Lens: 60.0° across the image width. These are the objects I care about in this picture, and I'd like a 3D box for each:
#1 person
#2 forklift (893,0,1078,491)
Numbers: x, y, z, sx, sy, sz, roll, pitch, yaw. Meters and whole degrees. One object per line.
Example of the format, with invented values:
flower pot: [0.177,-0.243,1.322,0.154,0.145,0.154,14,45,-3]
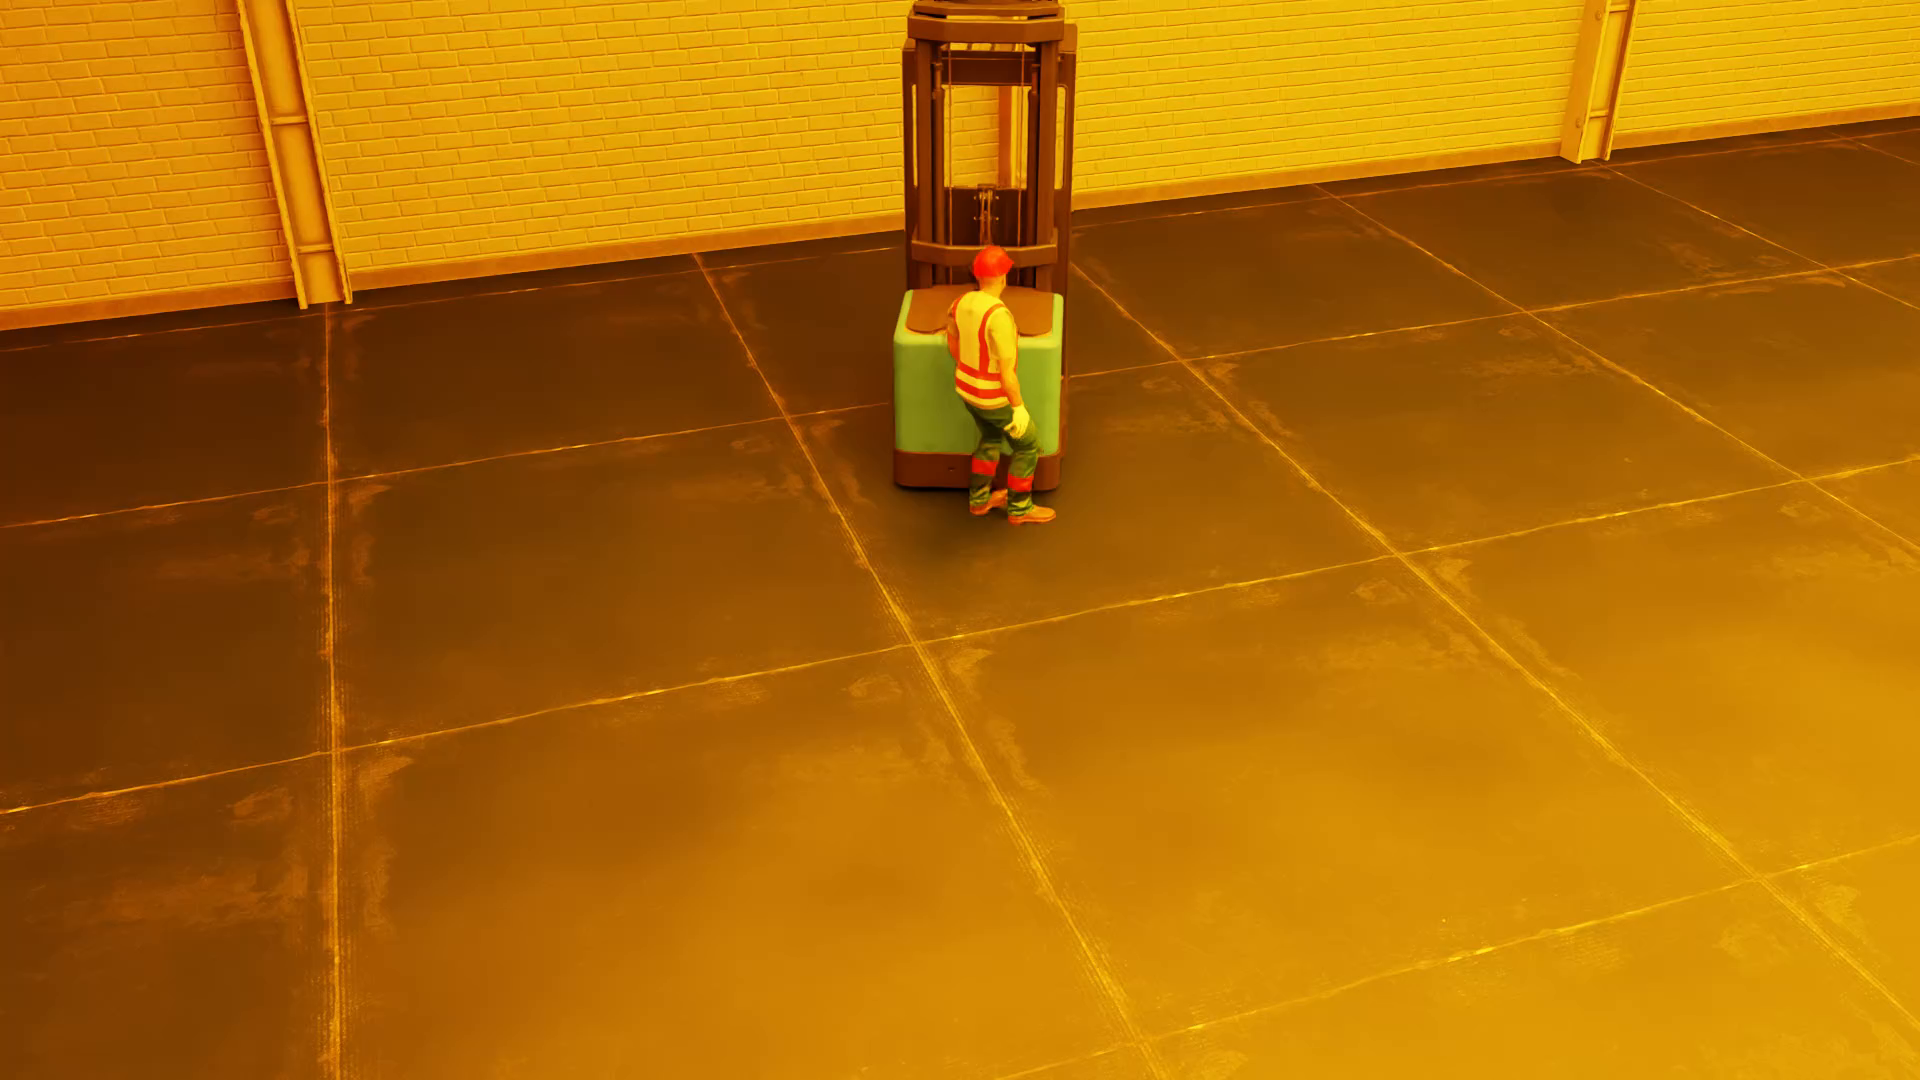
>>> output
person: [0.249,-0.897,9.847,0.534,1.750,0.795,-20,35,-30]
forklift: [0.199,-2.285,11.058,1.130,2.935,3.031,2,30,3]
